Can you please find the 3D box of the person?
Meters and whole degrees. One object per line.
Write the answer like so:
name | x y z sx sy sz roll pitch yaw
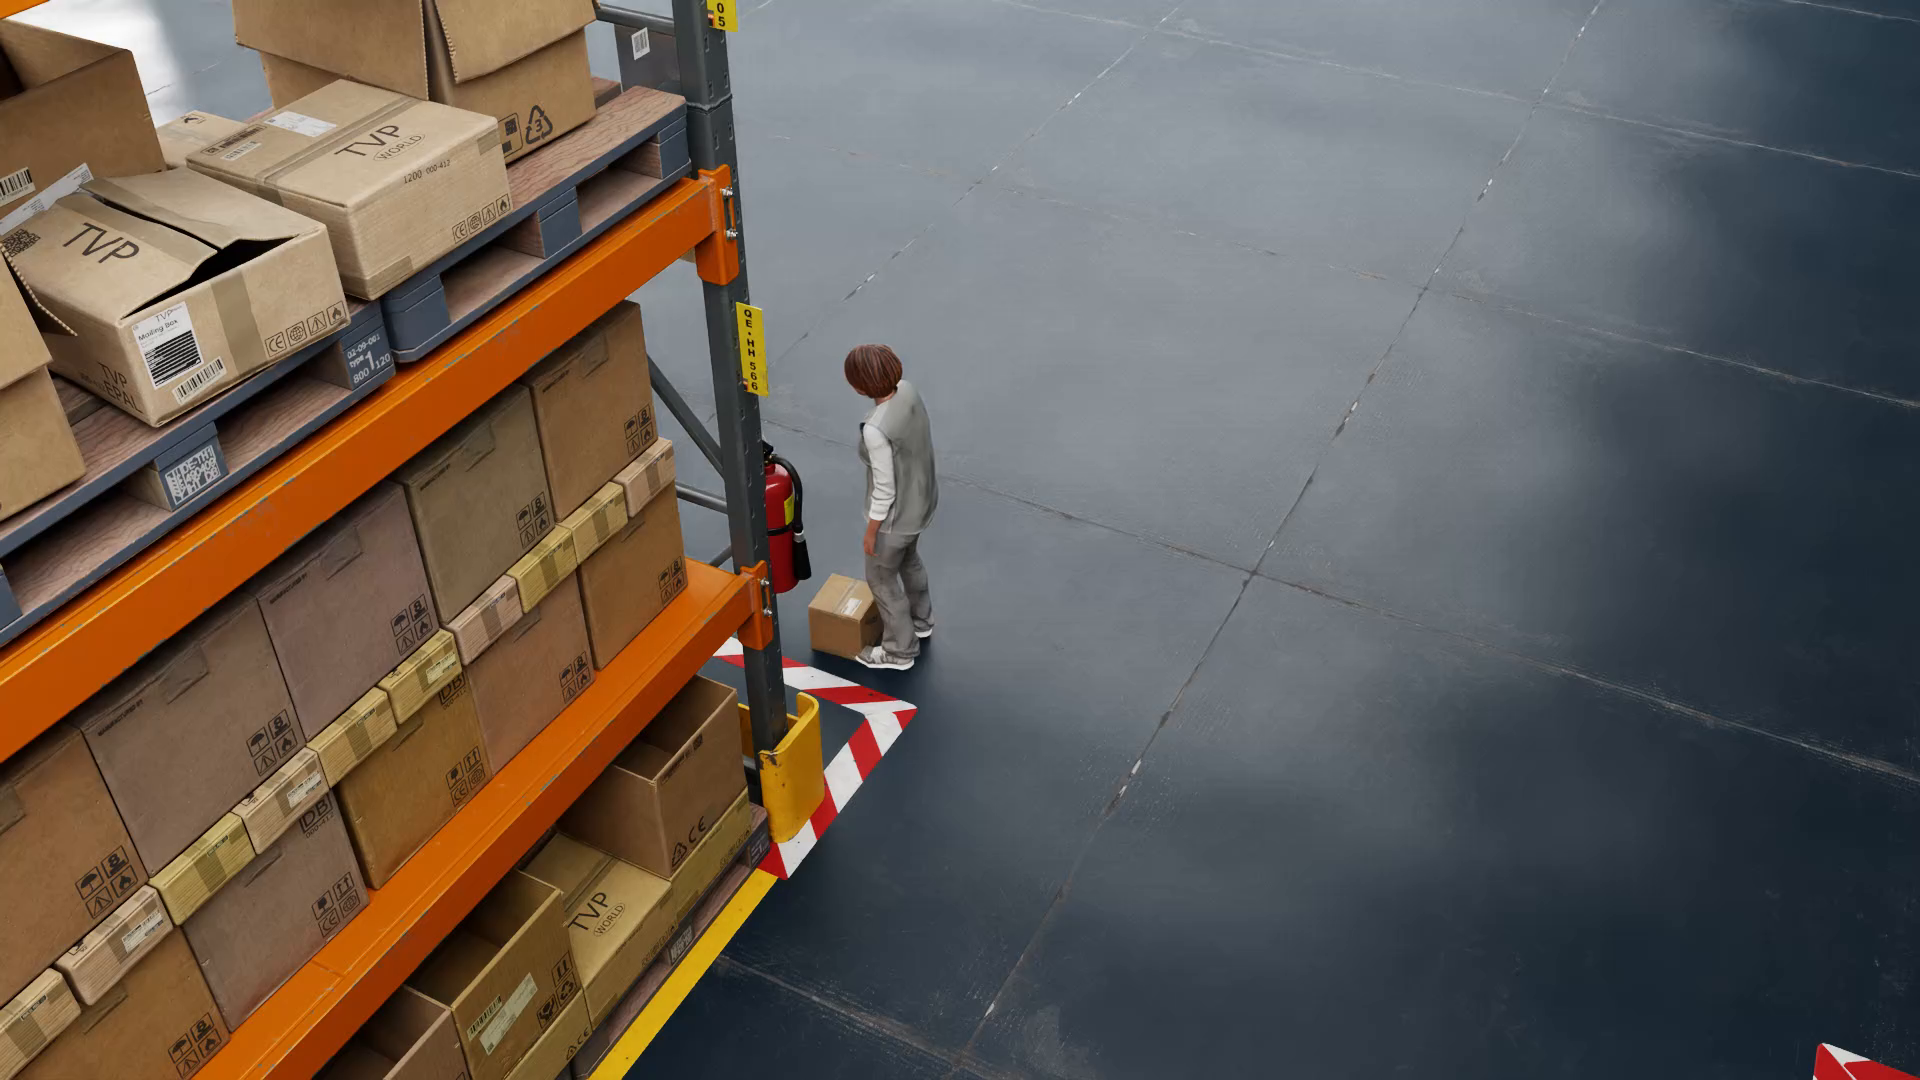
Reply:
person | -0.271 -0.129 6.918 0.344 1.593 0.486 13 40 16
